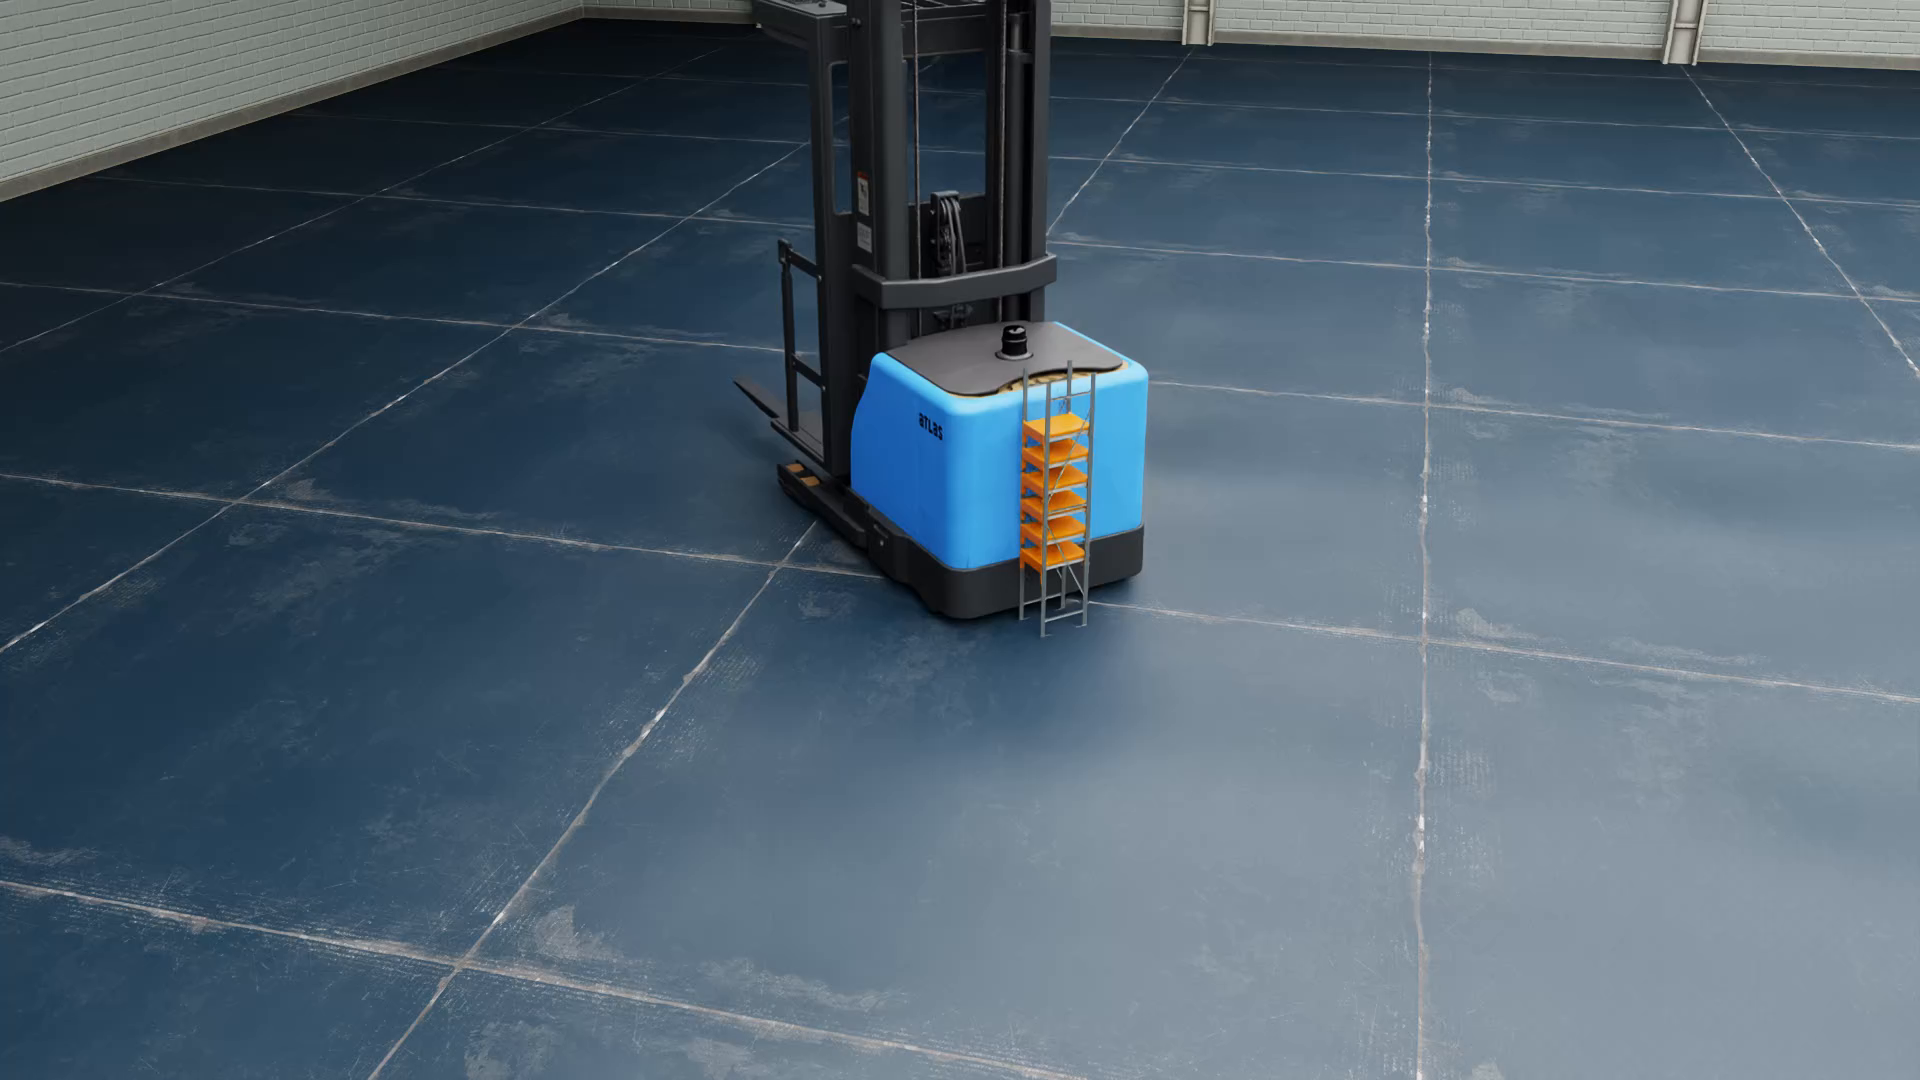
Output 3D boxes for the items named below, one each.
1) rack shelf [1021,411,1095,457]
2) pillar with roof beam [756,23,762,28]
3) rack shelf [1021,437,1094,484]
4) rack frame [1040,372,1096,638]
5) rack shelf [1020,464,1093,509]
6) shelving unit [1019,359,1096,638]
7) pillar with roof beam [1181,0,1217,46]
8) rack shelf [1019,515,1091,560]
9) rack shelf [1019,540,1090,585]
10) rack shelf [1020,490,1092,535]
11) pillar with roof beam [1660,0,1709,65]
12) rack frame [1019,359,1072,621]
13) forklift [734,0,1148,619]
[{"bbox_3d":[0.416,-0.452,7.068,0.258,0.103,0.180,-13,29,-26],"label":"rack shelf"},{"bbox_3d":[-3.716,-9.527,17.792,0.400,9.000,9.100,6,26,13],"label":"pillar with roof beam"},{"bbox_3d":[0.416,-0.343,7.120,0.258,0.103,0.180,-13,29,-26],"label":"rack shelf"},{"bbox_3d":[0.460,-0.132,7.132,0.240,1.200,0.006,-13,29,-26],"label":"rack frame"},{"bbox_3d":[0.416,-0.235,7.172,0.258,0.103,0.180,-13,29,-26],"label":"rack shelf"},{"bbox_3d":[0.416,-0.167,7.204,0.258,1.200,0.189,-13,29,-26],"label":"shelving unit"},{"bbox_3d":[2.095,-8.884,16.443,0.400,9.000,9.100,6,26,13],"label":"pillar with roof beam"},{"bbox_3d":[0.416,-0.018,7.275,0.258,0.103,0.180,-13,29,-26],"label":"rack shelf"},{"bbox_3d":[0.416,0.090,7.327,0.258,0.103,0.180,-13,29,-26],"label":"rack shelf"},{"bbox_3d":[0.416,-0.127,7.224,0.258,0.103,0.180,-13,29,-26],"label":"rack shelf"},{"bbox_3d":[7.906,-8.242,15.093,0.400,9.000,9.100,6,26,13],"label":"pillar with roof beam"},{"bbox_3d":[0.372,-0.201,7.277,0.240,1.200,0.006,-13,29,-26],"label":"rack frame"},{"bbox_3d":[-0.300,-1.571,8.140,1.130,2.935,3.031,-13,29,-26],"label":"forklift"}]
